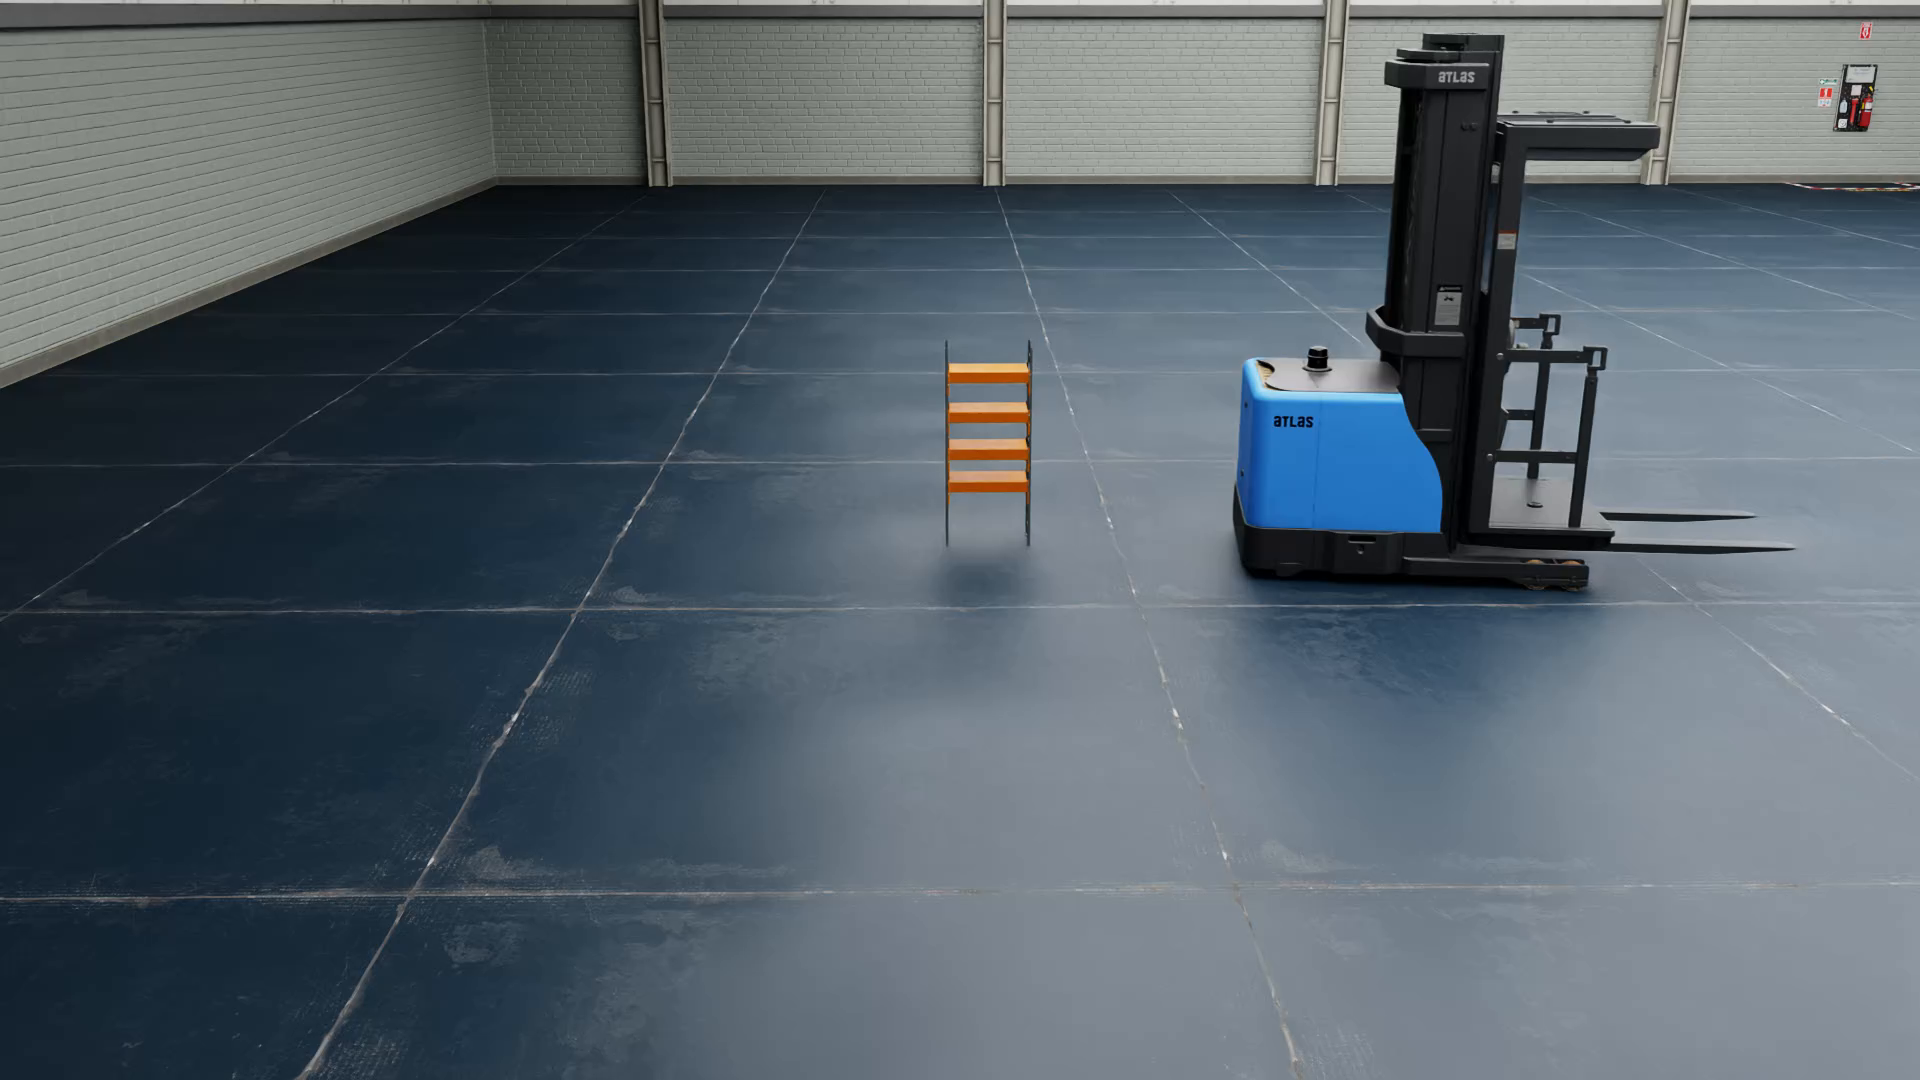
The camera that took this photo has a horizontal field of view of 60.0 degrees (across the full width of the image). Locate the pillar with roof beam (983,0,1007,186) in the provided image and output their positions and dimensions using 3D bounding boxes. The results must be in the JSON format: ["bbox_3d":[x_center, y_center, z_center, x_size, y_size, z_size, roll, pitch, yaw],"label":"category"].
[{"bbox_3d":[0.681,-9.388,24.580,0.400,9.000,9.100,0,18,-1],"label":"pillar with roof beam"}]

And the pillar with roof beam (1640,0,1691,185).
[{"bbox_3d":[12.679,-9.445,24.760,0.400,9.000,9.100,0,18,-1],"label":"pillar with roof beam"}]

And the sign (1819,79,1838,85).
[{"bbox_3d":[15.589,-8.228,29.860,0.331,0.109,0.001,0,18,-1],"label":"sign"}]

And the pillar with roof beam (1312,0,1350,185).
[{"bbox_3d":[6.680,-9.417,24.670,0.400,9.000,9.100,0,18,-1],"label":"pillar with roof beam"}]

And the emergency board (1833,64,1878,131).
[{"bbox_3d":[16.139,-7.932,29.865,0.643,1.169,0.194,0,18,-1],"label":"emergency board"}]

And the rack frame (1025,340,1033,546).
[{"bbox_3d":[0.409,-0.573,9.870,0.015,1.200,0.240,0,18,-1],"label":"rack frame"}]

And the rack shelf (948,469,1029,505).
[{"bbox_3d":[0.166,-0.319,9.948,0.480,0.148,0.258,0,18,-1],"label":"rack shelf"}]

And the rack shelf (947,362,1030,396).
[{"bbox_3d":[0.166,-0.946,9.747,0.480,0.148,0.258,0,18,-1],"label":"rack shelf"}]

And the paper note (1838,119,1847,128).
[{"bbox_3d":[15.961,-7.533,30.062,0.142,0.148,0.016,0,18,-1],"label":"paper note"}]

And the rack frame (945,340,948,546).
[{"bbox_3d":[-0.078,-0.571,9.863,0.015,1.200,0.240,0,18,-1],"label":"rack frame"}]

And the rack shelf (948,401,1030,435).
[{"bbox_3d":[0.166,-0.721,9.819,0.480,0.148,0.258,0,18,-1],"label":"rack shelf"}]

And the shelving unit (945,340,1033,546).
[{"bbox_3d":[0.166,-0.572,9.867,0.503,1.200,0.258,0,18,-1],"label":"shelving unit"}]

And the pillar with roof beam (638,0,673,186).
[{"bbox_3d":[-5.319,-9.359,24.490,0.400,9.000,9.100,0,18,-1],"label":"pillar with roof beam"}]

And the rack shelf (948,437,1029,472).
[{"bbox_3d":[0.166,-0.508,9.887,0.480,0.148,0.258,0,18,-1],"label":"rack shelf"}]

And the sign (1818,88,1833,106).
[{"bbox_3d":[15.585,-7.978,29.949,0.234,0.329,0.001,0,18,-1],"label":"sign"}]

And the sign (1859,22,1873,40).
[{"bbox_3d":[16.129,-9.067,29.605,0.199,0.298,0.001,0,18,-1],"label":"sign"}]

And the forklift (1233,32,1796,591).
[{"bbox_3d":[3.142,-1.283,9.249,3.031,2.935,1.130,2,18,5],"label":"forklift"}]
